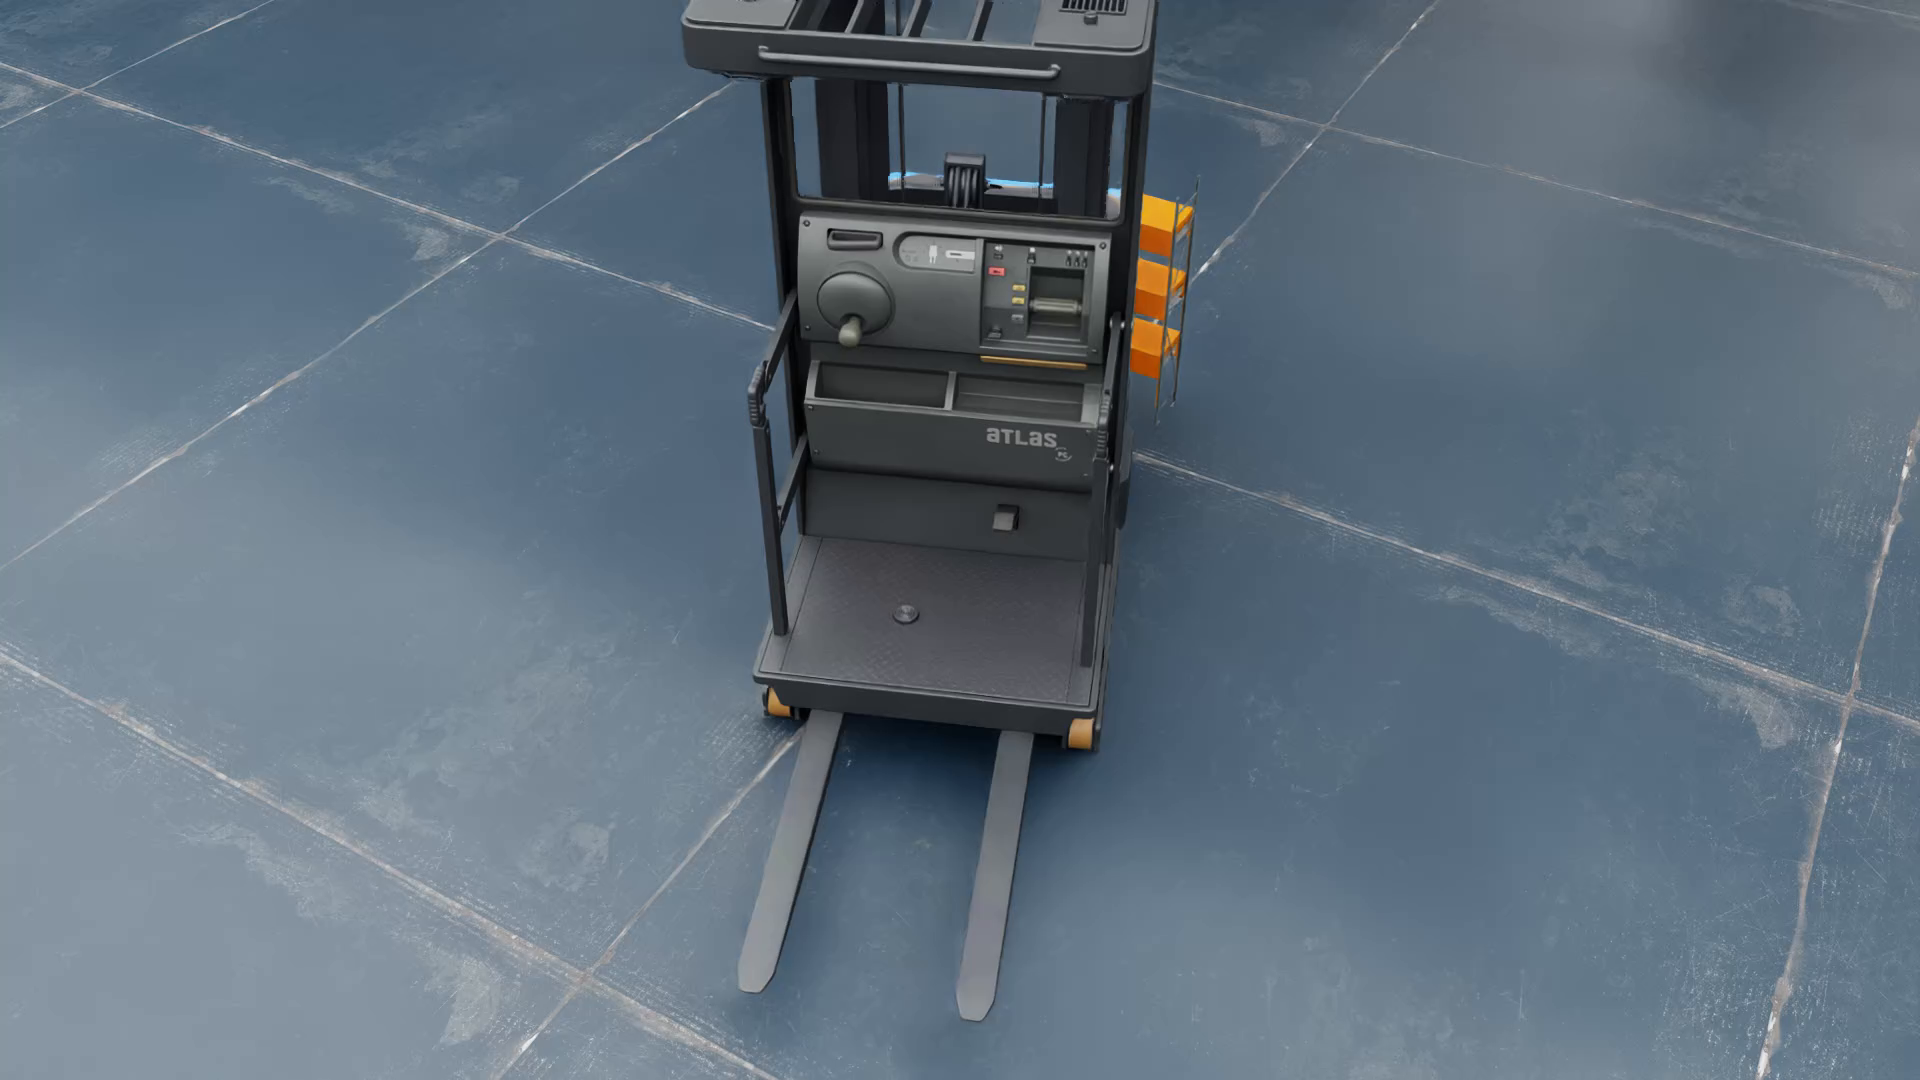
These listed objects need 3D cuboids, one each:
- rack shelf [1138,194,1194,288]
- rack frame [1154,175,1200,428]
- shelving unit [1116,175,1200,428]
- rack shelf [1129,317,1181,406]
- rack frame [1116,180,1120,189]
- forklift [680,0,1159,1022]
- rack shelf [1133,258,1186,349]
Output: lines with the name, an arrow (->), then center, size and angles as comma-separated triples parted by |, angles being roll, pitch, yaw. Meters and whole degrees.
rack shelf -> 0.738, -1.155, 6.354 | 0.240, 0.259, 0.215 | 21, 45, 22
rack frame -> 0.843, -0.910, 6.488 | 0.008, 1.050, 0.200 | 21, 45, 22
shelving unit -> 0.737, -0.950, 6.534 | 0.252, 1.050, 0.215 | 21, 45, 22
rack shelf -> 0.737, -0.733, 6.724 | 0.240, 0.259, 0.215 | 21, 45, 22
rack frame -> 0.632, -0.990, 6.579 | 0.008, 1.050, 0.200 | 21, 45, 22
forklift -> -0.052, -0.666, 4.788 | 1.130, 2.935, 3.031 | 5, 42, 6
rack shelf -> 0.737, -0.942, 6.541 | 0.240, 0.259, 0.215 | 21, 45, 22
